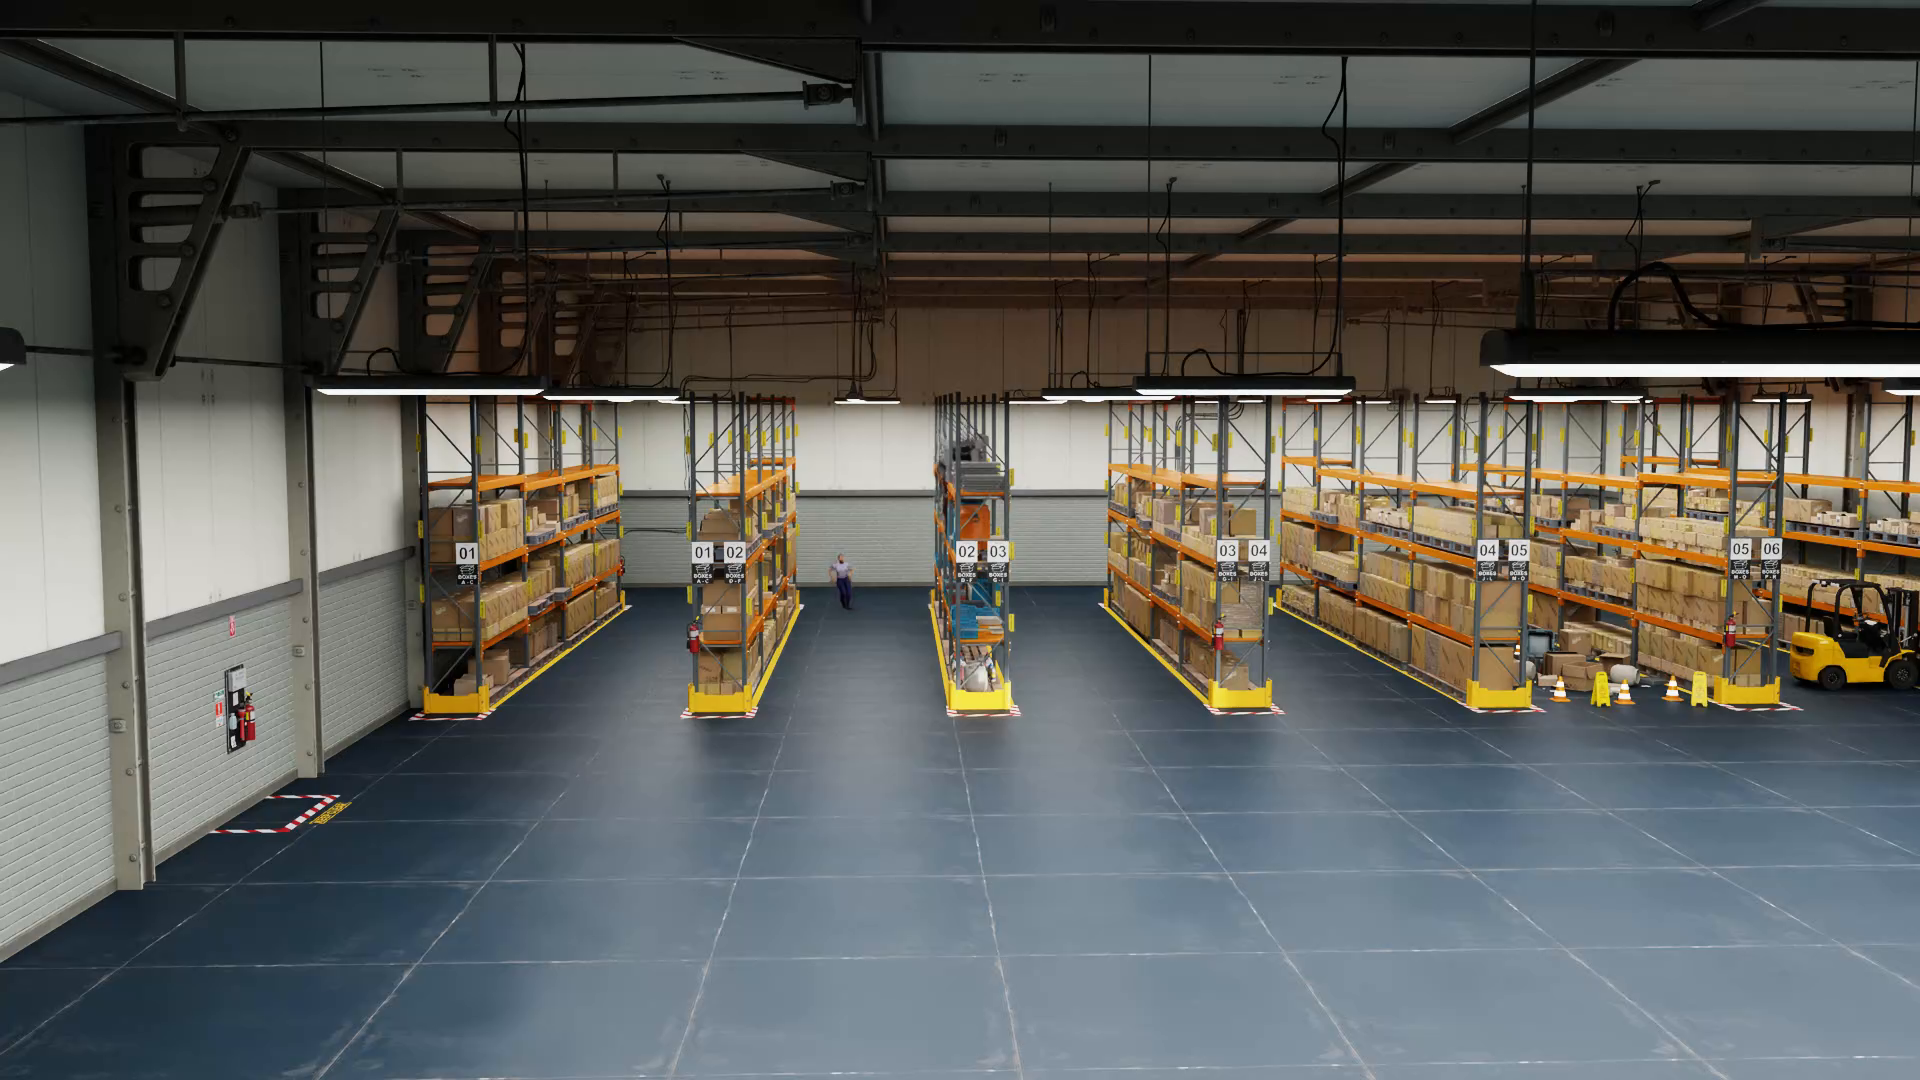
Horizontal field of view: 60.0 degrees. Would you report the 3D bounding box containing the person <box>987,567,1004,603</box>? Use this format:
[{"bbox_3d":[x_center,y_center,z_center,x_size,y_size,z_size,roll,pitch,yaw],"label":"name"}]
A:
[{"bbox_3d":[0.922,1.054,48.397,0.815,1.653,0.711,2,5,27],"label":"person"}]

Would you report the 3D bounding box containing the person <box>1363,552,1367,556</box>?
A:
[{"bbox_3d":[11.243,1.159,46.187,0.572,1.659,0.970,0,5,-4],"label":"person"}]

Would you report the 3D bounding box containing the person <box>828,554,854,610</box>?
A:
[{"bbox_3d":[-3.302,1.189,46.757,0.698,1.578,0.566,-2,5,-20],"label":"person"}]

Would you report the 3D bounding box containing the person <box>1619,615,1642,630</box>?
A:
[{"bbox_3d":[16.631,1.666,41.280,0.539,1.548,0.761,0,5,-6],"label":"person"}]
